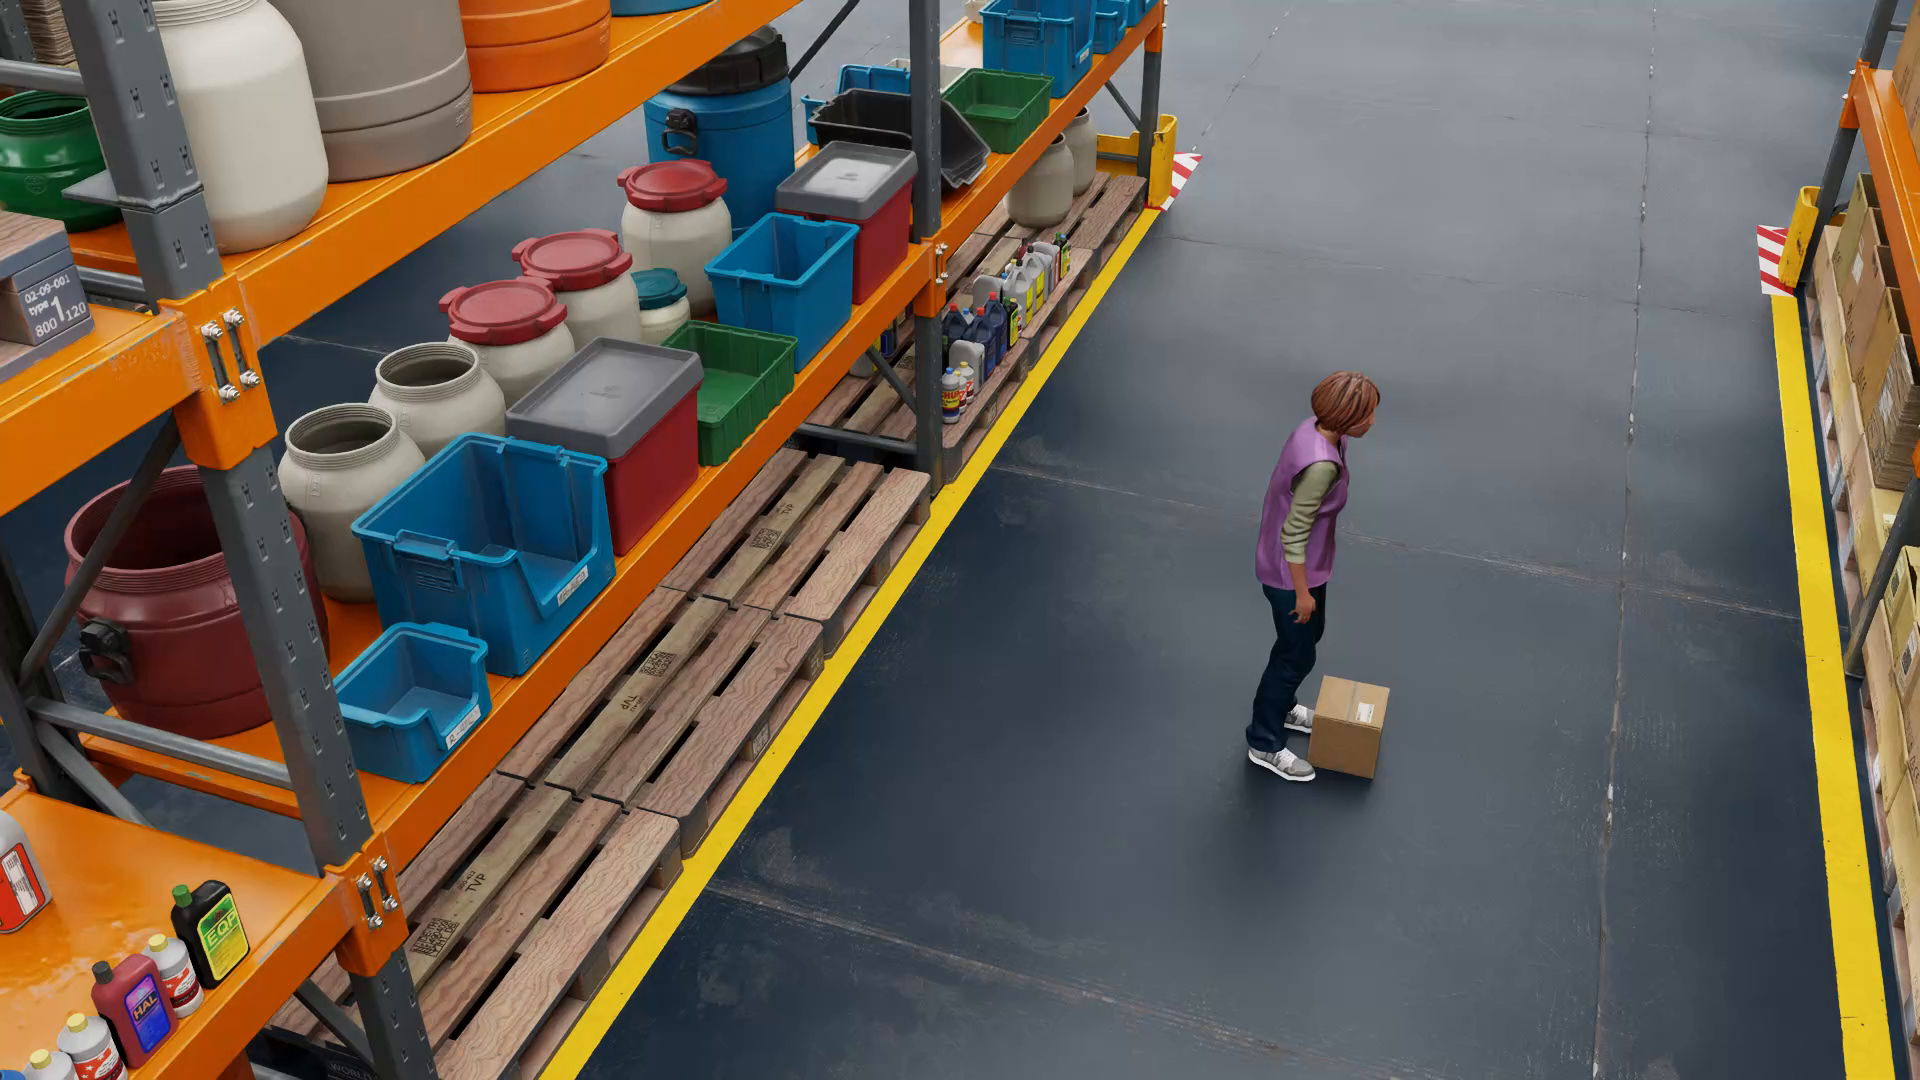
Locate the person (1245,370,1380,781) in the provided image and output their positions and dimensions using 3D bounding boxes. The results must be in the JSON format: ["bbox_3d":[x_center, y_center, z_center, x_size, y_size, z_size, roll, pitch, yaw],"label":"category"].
[{"bbox_3d":[1.235,0.108,5.990,0.346,1.591,0.475,9,35,14],"label":"person"}]
